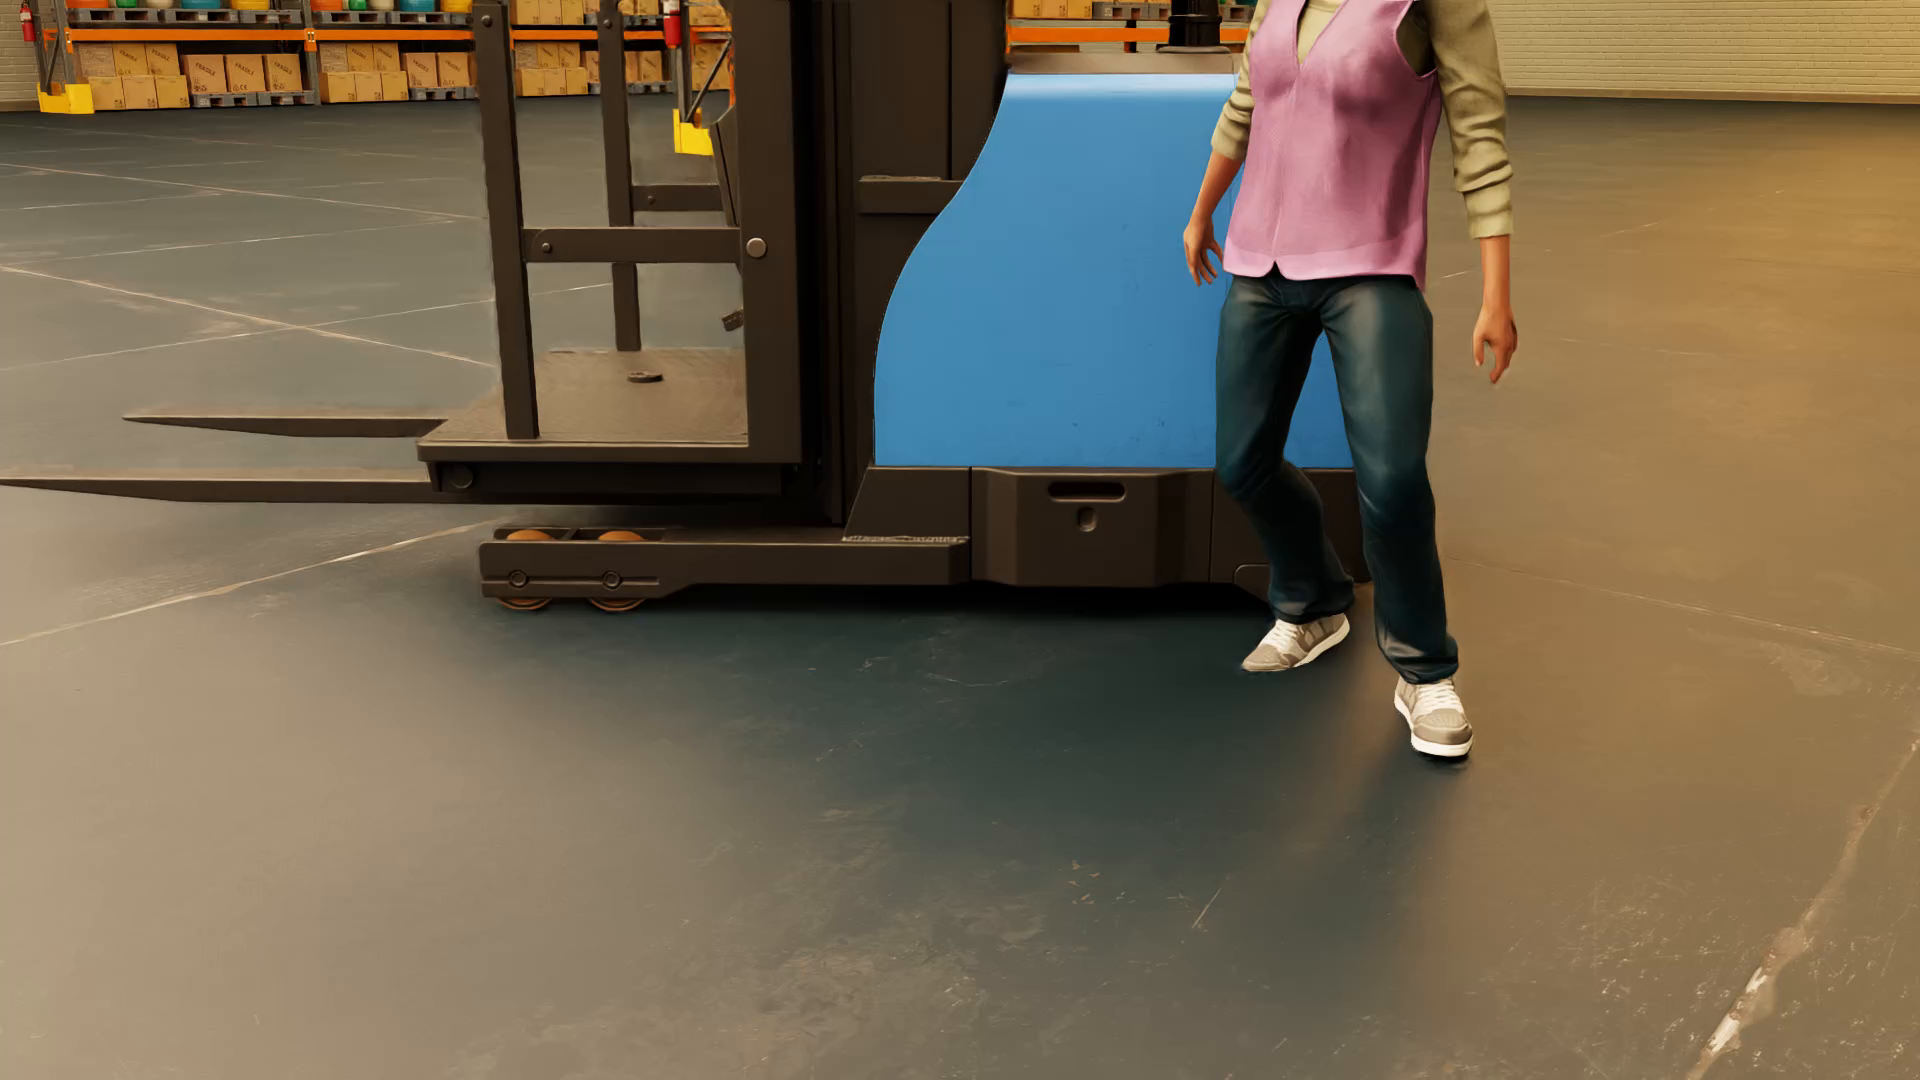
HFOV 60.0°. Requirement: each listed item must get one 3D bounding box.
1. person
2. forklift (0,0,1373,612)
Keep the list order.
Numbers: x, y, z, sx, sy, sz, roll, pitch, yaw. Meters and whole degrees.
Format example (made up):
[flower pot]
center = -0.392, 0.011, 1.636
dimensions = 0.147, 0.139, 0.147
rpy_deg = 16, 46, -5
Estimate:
[person]
center = 0.658, -0.448, 2.846
dimensions = 0.429, 1.566, 0.735
rpy_deg = -14, 22, -39
[forklift]
center = -0.611, -1.406, 3.529
dimensions = 3.031, 2.935, 1.130
rpy_deg = 0, 17, 2
